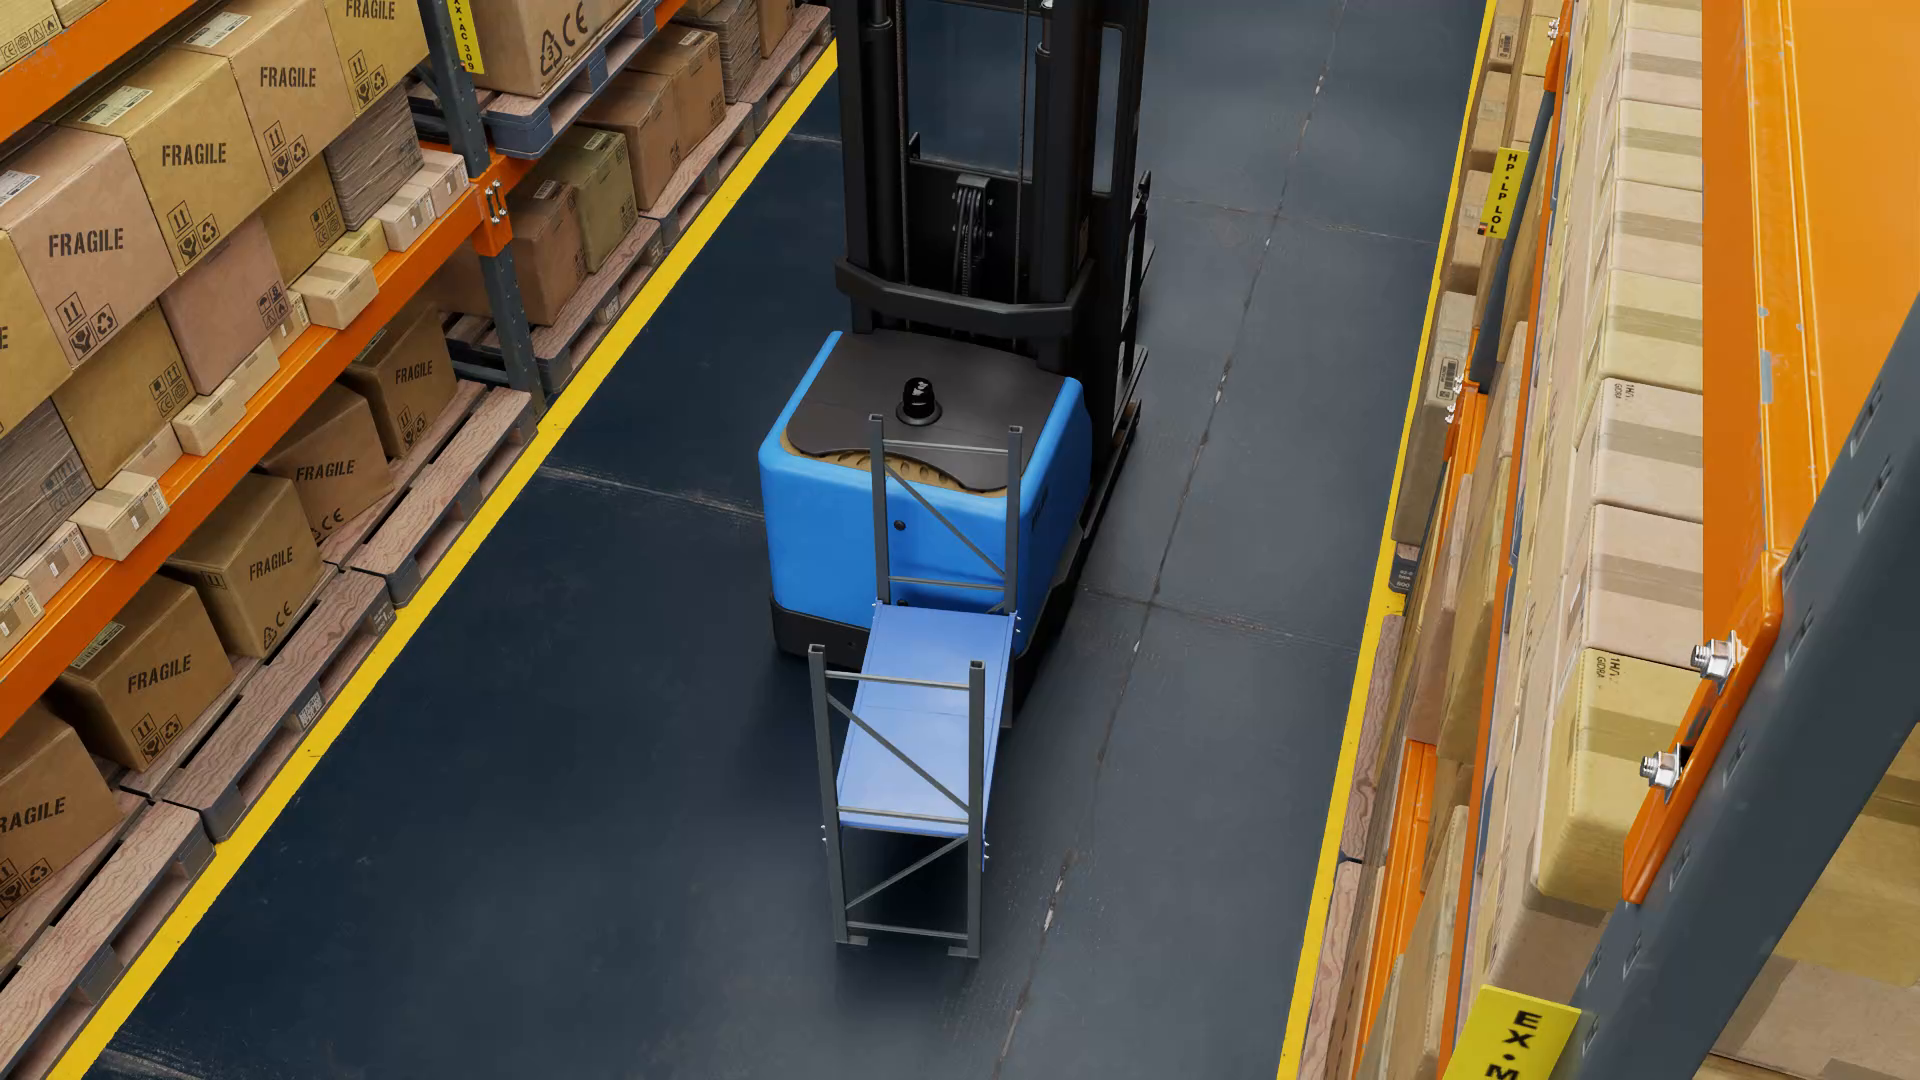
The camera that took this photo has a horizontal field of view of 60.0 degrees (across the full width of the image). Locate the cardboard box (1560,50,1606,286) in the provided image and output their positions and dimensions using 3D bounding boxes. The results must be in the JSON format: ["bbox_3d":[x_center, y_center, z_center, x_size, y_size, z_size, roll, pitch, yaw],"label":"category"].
[{"bbox_3d":[1.406,-0.657,3.054,0.500,0.250,0.500,13,46,13],"label":"cardboard box"}]

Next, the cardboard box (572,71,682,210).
[{"bbox_3d":[-1.881,-2.097,8.620,0.700,0.500,0.500,9,45,9],"label":"cardboard box"}]

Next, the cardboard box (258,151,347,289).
[{"bbox_3d":[-2.799,-1.271,6.019,0.875,0.500,0.500,13,46,13],"label":"cardboard box"}]

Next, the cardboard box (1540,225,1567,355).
[{"bbox_3d":[1.306,-0.435,3.112,0.380,0.149,0.250,13,46,13],"label":"cardboard box"}]

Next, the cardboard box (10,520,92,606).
[{"bbox_3d":[-2.945,0.040,5.143,0.380,0.149,0.250,13,46,13],"label":"cardboard box"}]

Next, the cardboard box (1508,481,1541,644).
[{"bbox_3d":[1.075,0.074,2.592,0.380,0.149,0.250,13,46,13],"label":"cardboard box"}]

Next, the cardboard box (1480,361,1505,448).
[{"bbox_3d":[2.177,-0.429,5.335,0.875,0.550,0.550,13,46,13],"label":"cardboard box"}]

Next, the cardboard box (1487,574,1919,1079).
[{"bbox_3d":[0.948,0.347,2.028,0.500,0.250,0.500,13,46,13],"label":"cardboard box"}]

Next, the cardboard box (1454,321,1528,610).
[{"bbox_3d":[1.782,-0.103,4.230,0.875,0.550,0.550,13,46,13],"label":"cardboard box"}]

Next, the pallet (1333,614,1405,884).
[{"bbox_3d":[1.972,0.863,6.116,1.003,0.211,1.213,13,46,13],"label":"pallet"}]

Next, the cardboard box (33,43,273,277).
[{"bbox_3d":[-2.596,-1.216,5.248,0.500,0.500,0.500,13,46,13],"label":"cardboard box"}]

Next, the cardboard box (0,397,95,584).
[{"bbox_3d":[-3.208,-0.261,4.987,0.875,0.500,0.500,13,46,13],"label":"cardboard box"}]

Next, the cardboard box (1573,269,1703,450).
[{"bbox_3d":[1.076,-0.217,2.319,0.380,0.149,0.250,13,46,13],"label":"cardboard box"}]

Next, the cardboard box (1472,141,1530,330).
[{"bbox_3d":[2.181,-1.064,6.020,0.500,0.500,0.500,12,46,12],"label":"cardboard box"}]

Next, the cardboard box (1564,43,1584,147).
[{"bbox_3d":[1.537,-0.943,3.631,0.380,0.149,0.250,12,46,12],"label":"cardboard box"}]

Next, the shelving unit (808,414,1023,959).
[{"bbox_3d":[-0.113,0.511,5.555,0.538,1.500,1.048,5,45,5],"label":"shelving unit"}]

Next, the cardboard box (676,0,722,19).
[{"bbox_3d":[-1.533,-3.131,9.140,0.500,0.250,0.500,17,47,17],"label":"cardboard box"}]

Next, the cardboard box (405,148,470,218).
[{"bbox_3d":[-2.204,-1.446,6.662,0.380,0.149,0.250,13,46,13],"label":"cardboard box"}]

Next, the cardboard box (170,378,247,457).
[{"bbox_3d":[-2.672,-0.449,5.643,0.380,0.149,0.250,13,46,13],"label":"cardboard box"}]

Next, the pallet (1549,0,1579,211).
[{"bbox_3d":[2.020,-1.121,4.069,1.003,0.211,1.213,13,46,13],"label":"pallet"}]

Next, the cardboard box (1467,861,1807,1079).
[{"bbox_3d":[0.844,0.581,2.074,0.380,0.149,0.250,12,46,12],"label":"cardboard box"}]

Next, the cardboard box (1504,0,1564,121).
[{"bbox_3d":[2.638,-2.076,7.055,0.500,0.500,0.500,12,46,12],"label":"cardboard box"}]

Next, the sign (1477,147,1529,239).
[{"bbox_3d":[1.757,-1.118,5.375,0.100,0.325,0.005,13,46,13],"label":"sign"}]

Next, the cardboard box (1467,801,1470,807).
[{"bbox_3d":[1.570,1.014,3.861,0.875,0.550,0.550,13,46,13],"label":"cardboard box"}]

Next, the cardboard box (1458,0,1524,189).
[{"bbox_3d":[3.218,-2.249,8.611,1.050,0.750,0.750,12,46,12],"label":"cardboard box"}]

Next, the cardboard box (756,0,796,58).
[{"bbox_3d":[-1.392,-3.221,9.768,0.700,0.500,0.500,10,45,10],"label":"cardboard box"}]

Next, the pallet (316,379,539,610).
[{"bbox_3d":[-2.589,-0.290,7.294,1.003,0.211,1.213,13,46,13],"label":"pallet"}]

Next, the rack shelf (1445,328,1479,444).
[{"bbox_3d":[2.883,-1.700,7.256,1.077,0.370,4.000,13,46,13],"label":"rack shelf"}]

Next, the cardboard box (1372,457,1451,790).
[{"bbox_3d":[2.020,0.390,5.825,0.875,0.875,0.875,13,46,13],"label":"cardboard box"}]

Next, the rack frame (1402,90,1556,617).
[{"bbox_3d":[2.277,-0.624,5.642,1.000,3.000,0.127,13,46,13],"label":"rack frame"}]

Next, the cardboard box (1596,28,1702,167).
[{"bbox_3d":[1.306,-0.724,2.837,0.380,0.149,0.250,13,46,13],"label":"cardboard box"}]

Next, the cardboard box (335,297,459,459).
[{"bbox_3d":[-2.578,-0.740,7.248,0.500,0.500,0.500,11,45,11],"label":"cardboard box"}]

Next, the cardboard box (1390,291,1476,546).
[{"bbox_3d":[2.380,-0.403,6.724,1.050,0.750,0.750,12,46,12],"label":"cardboard box"}]

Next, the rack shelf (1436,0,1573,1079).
[{"bbox_3d":[1.672,-0.106,3.482,1.077,0.370,4.000,13,46,13],"label":"rack shelf"}]

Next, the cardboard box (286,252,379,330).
[{"bbox_3d":[-2.391,-0.937,6.142,0.380,0.149,0.250,13,46,13],"label":"cardboard box"}]

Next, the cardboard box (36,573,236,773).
[{"bbox_3d":[-3.069,0.436,6.045,0.500,0.500,0.500,17,47,16],"label":"cardboard box"}]

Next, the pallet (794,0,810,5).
[{"bbox_3d":[-0.897,-3.921,11.005,1.003,0.211,1.213,13,46,13],"label":"pallet"}]

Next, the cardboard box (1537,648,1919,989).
[{"bbox_3d":[0.845,0.293,1.798,0.380,0.149,0.250,13,46,13],"label":"cardboard box"}]

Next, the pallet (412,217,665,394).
[{"bbox_3d":[-2.185,-1.264,8.290,1.003,0.211,1.213,13,46,13],"label":"pallet"}]

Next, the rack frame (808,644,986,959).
[{"bbox_3d":[-0.178,0.863,5.195,0.500,1.500,0.032,5,45,5],"label":"rack frame"}]

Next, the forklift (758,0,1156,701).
[{"bbox_3d":[0.194,-1.467,6.552,1.130,2.935,3.031,13,46,13],"label":"forklift"}]
